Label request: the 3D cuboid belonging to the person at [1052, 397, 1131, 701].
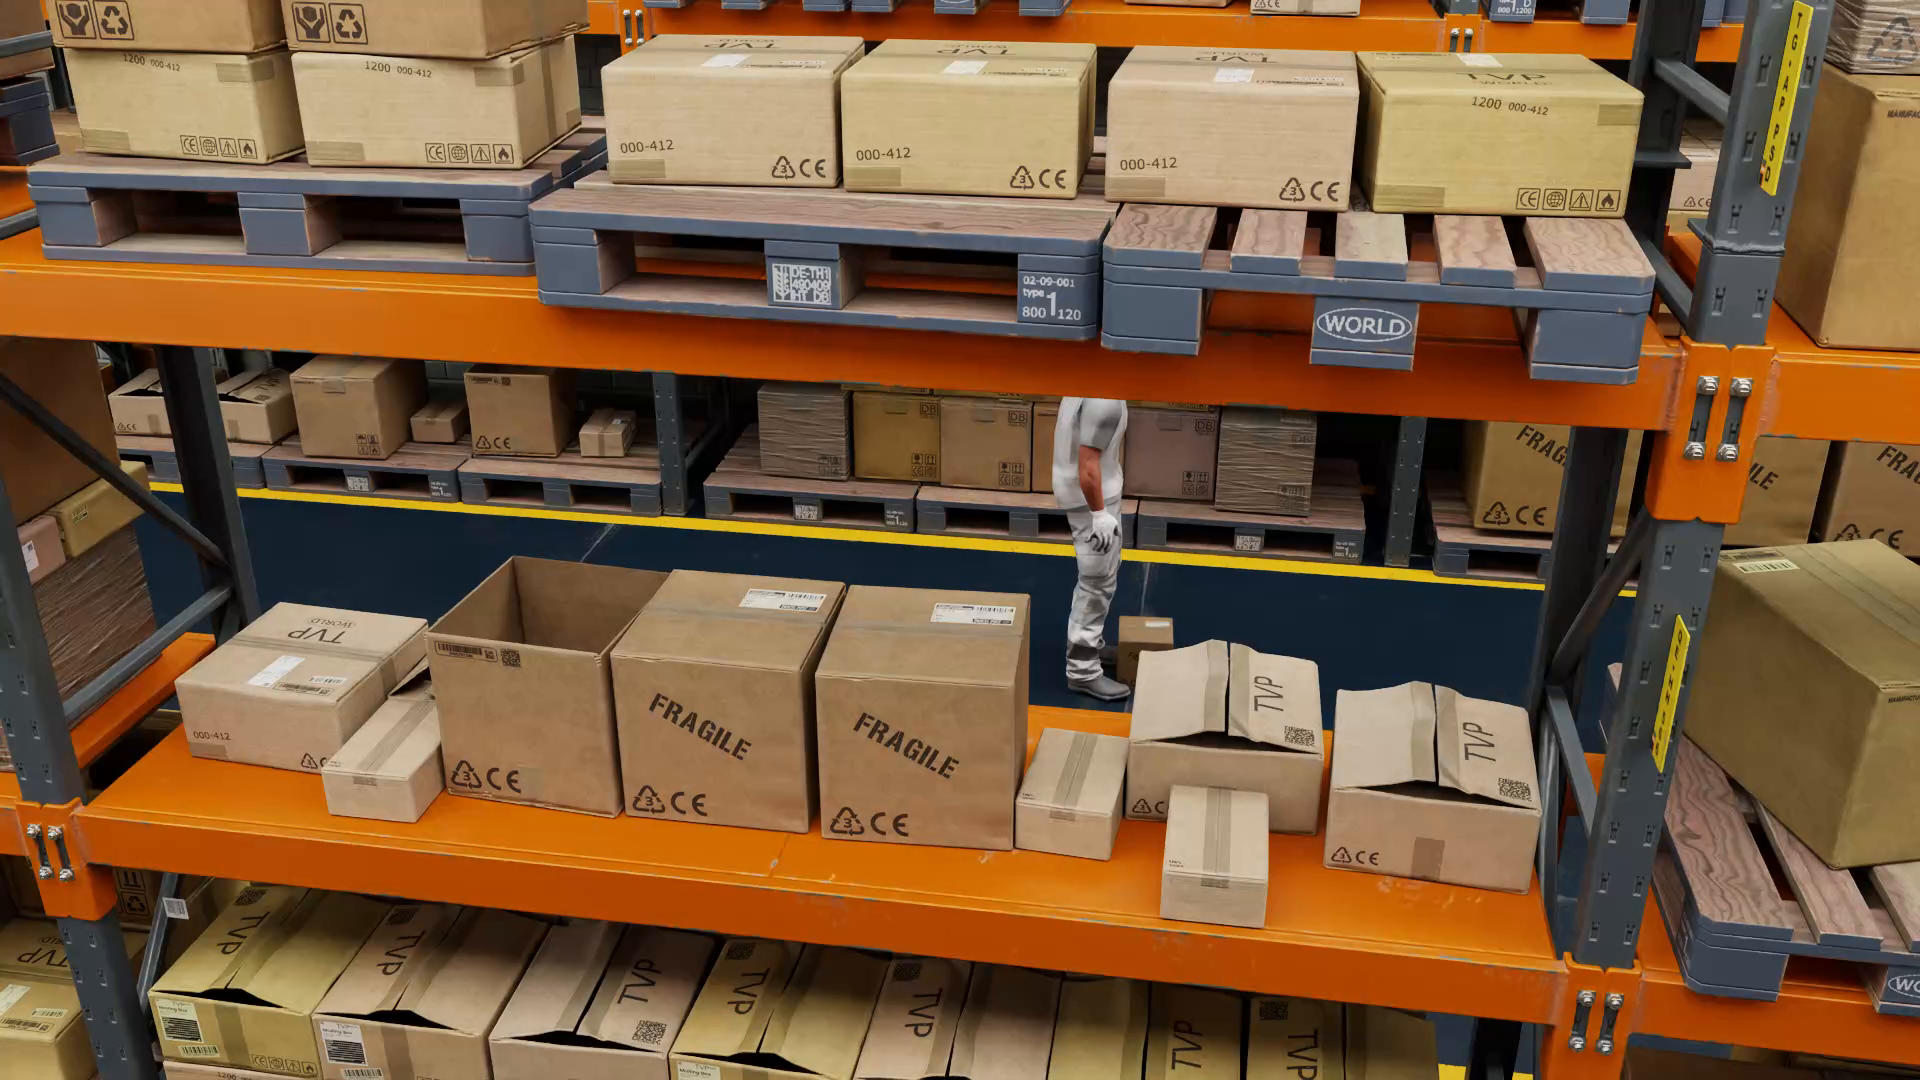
[{"bbox_3d":[0.634,-0.187,7.436,0.452,1.777,0.610,3,25,6],"label":"person"}]
